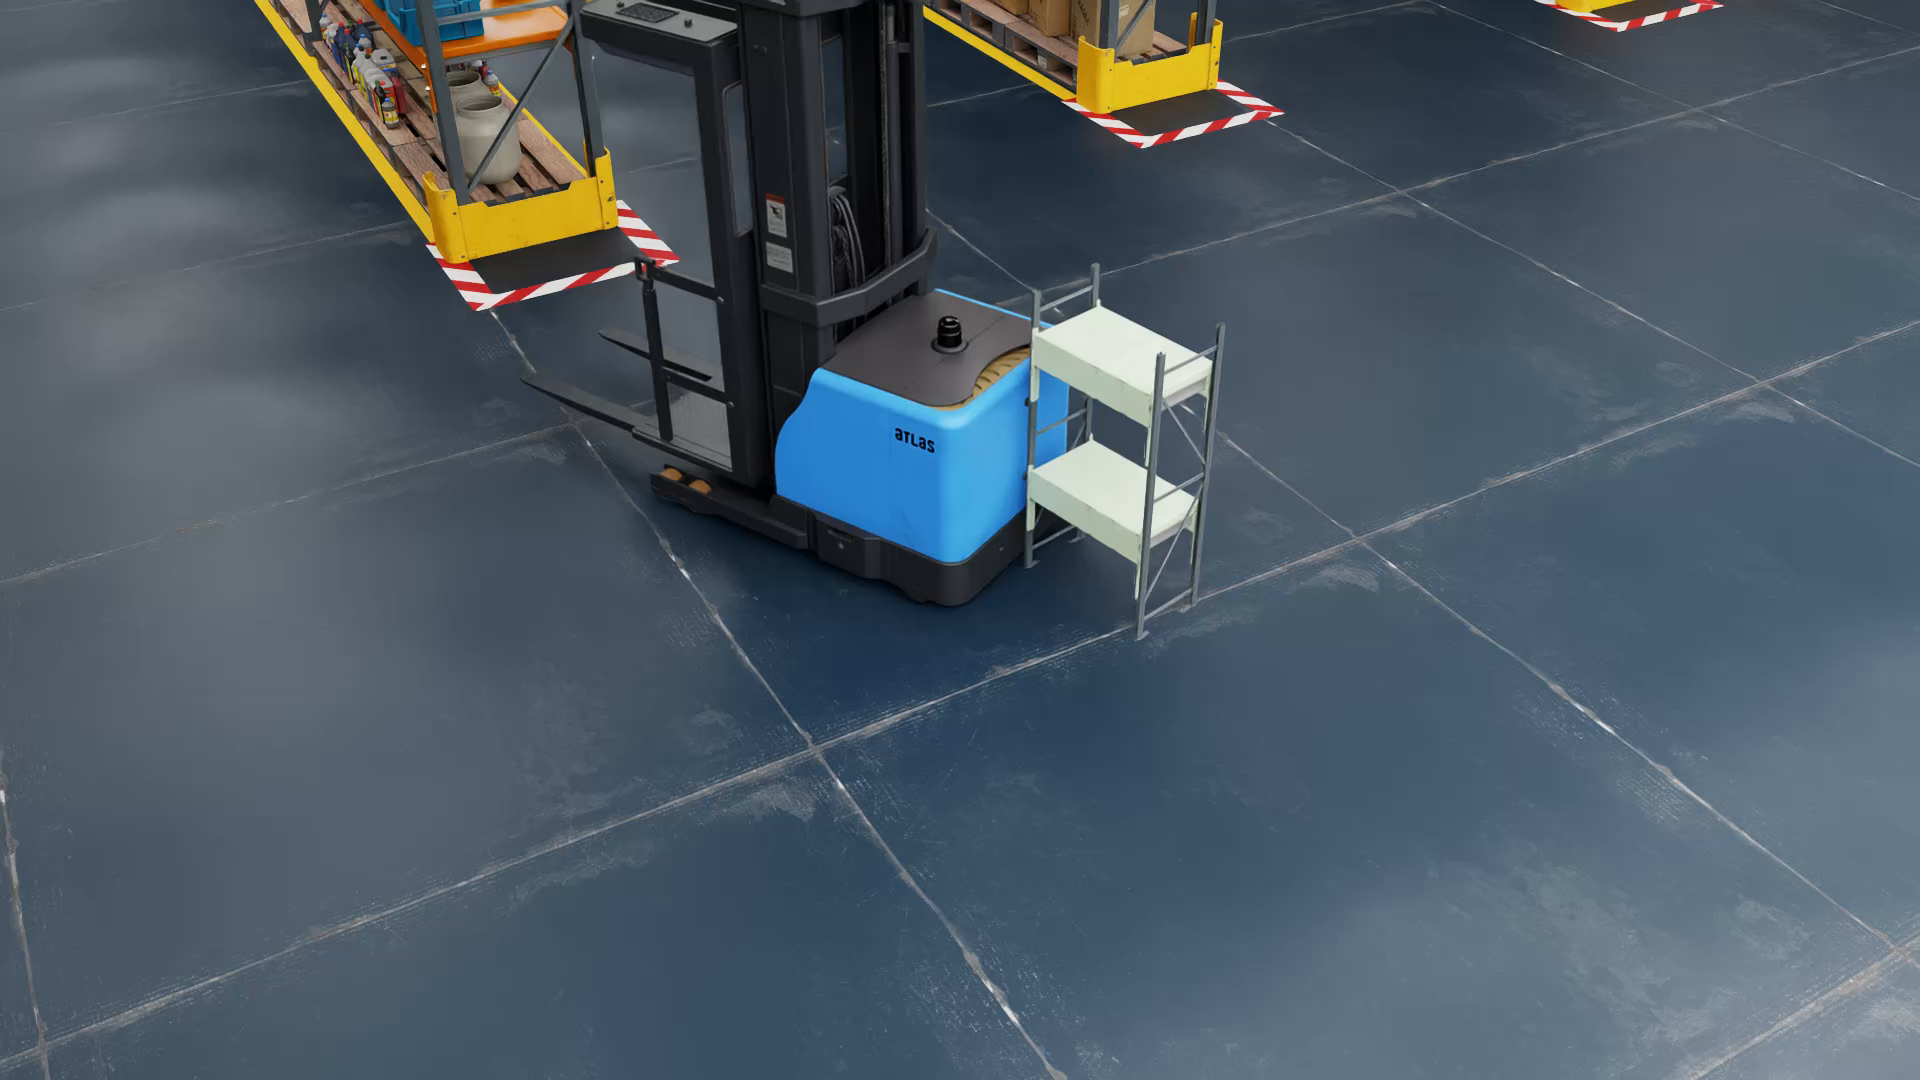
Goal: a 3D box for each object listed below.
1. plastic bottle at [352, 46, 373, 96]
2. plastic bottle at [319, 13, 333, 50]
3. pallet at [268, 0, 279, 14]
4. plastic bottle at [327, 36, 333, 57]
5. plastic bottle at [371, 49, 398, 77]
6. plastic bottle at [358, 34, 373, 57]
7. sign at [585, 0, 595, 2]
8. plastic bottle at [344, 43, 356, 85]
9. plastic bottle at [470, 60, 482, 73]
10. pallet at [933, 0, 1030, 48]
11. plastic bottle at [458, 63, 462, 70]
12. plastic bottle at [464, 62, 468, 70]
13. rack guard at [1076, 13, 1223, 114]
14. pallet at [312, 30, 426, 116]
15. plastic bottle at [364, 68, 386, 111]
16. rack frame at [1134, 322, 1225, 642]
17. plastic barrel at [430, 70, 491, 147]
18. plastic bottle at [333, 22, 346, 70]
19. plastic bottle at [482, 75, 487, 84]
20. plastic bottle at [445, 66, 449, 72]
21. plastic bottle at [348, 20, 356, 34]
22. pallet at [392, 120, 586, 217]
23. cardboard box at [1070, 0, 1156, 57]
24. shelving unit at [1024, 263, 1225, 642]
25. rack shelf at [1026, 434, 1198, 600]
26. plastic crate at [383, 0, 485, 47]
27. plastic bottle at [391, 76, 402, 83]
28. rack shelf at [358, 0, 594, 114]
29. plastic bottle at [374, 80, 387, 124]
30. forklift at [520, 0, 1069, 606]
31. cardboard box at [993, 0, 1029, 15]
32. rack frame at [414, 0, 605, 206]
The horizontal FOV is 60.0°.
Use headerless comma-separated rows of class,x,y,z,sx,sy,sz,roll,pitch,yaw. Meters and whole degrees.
plastic bottle,-4.430,-3.506,12.380,0.144,0.351,0.185,-19,40,-24
plastic bottle,-5.004,-4.029,13.164,0.097,0.271,0.097,0,36,0
pallet,-5.831,-5.131,15.097,1.003,0.211,1.213,-19,40,-24
plastic bottle,-4.902,-3.897,13.042,0.097,0.201,0.097,0,36,0
plastic bottle,-4.315,-3.533,12.480,0.152,0.276,0.135,-19,40,-24
plastic bottle,-4.561,-3.749,12.780,0.097,0.271,0.097,0,36,0
sign,-2.298,-3.478,10.235,0.100,0.325,0.005,-19,40,-24
plastic bottle,-4.597,-3.599,12.564,0.061,0.283,0.133,-17,39,-22
plastic bottle,-3.589,-3.473,12.403,0.097,0.271,0.097,0,36,0
pallet,0.482,-4.632,14.414,1.003,0.211,1.213,-19,40,-24
plastic bottle,-3.793,-3.652,12.706,0.097,0.201,0.097,0,36,0
plastic bottle,-3.690,-3.547,12.562,0.097,0.201,0.097,0,36,0
rack guard,1.468,-3.703,12.896,1.175,0.500,0.348,-19,40,-24
pallet,-4.484,-3.765,13.226,1.003,0.211,1.213,-19,40,-24
plastic bottle,-4.250,-3.298,12.158,0.152,0.276,0.135,-20,41,-25
rack frame,0.952,-0.222,7.282,0.400,1.500,0.023,-28,44,-33
plastic barrel,-3.424,-2.939,11.485,0.421,0.512,0.421,0,36,0
plastic bottle,-4.739,-3.819,12.809,0.144,0.351,0.185,-18,40,-23
plastic bottle,-3.469,-3.323,12.256,0.097,0.201,0.097,0,36,0
plastic bottle,-3.968,-3.705,12.710,0.061,0.283,0.133,-19,40,-24
plastic bottle,-4.727,-3.909,12.989,0.061,0.283,0.133,-19,40,-24
pallet,-3.258,-2.520,11.522,1.003,0.211,1.213,-19,40,-24
cardboard box,1.207,-4.157,13.162,0.500,0.500,0.500,-12,38,-16
shelving unit,0.709,-0.383,7.503,0.431,1.500,0.755,-28,44,-33
rack shelf,0.709,-0.120,7.695,0.431,0.370,0.720,-28,44,-33
plastic crate,-3.286,-3.312,10.368,0.499,0.251,0.616,-19,40,-24
plastic bottle,-4.152,-3.314,12.244,0.097,0.201,0.097,0,36,0
rack shelf,-3.781,-3.935,11.705,1.077,0.370,4.000,-19,40,-24
plastic bottle,-4.152,-3.147,11.946,0.061,0.283,0.133,-18,40,-23
forklift,-0.971,-1.553,7.892,3.031,2.935,1.130,22,41,27
cardboard box,0.579,-4.777,14.010,0.500,0.500,0.500,-15,39,-20
rack frame,-2.776,-3.206,10.096,1.000,3.000,0.127,-19,40,-24
